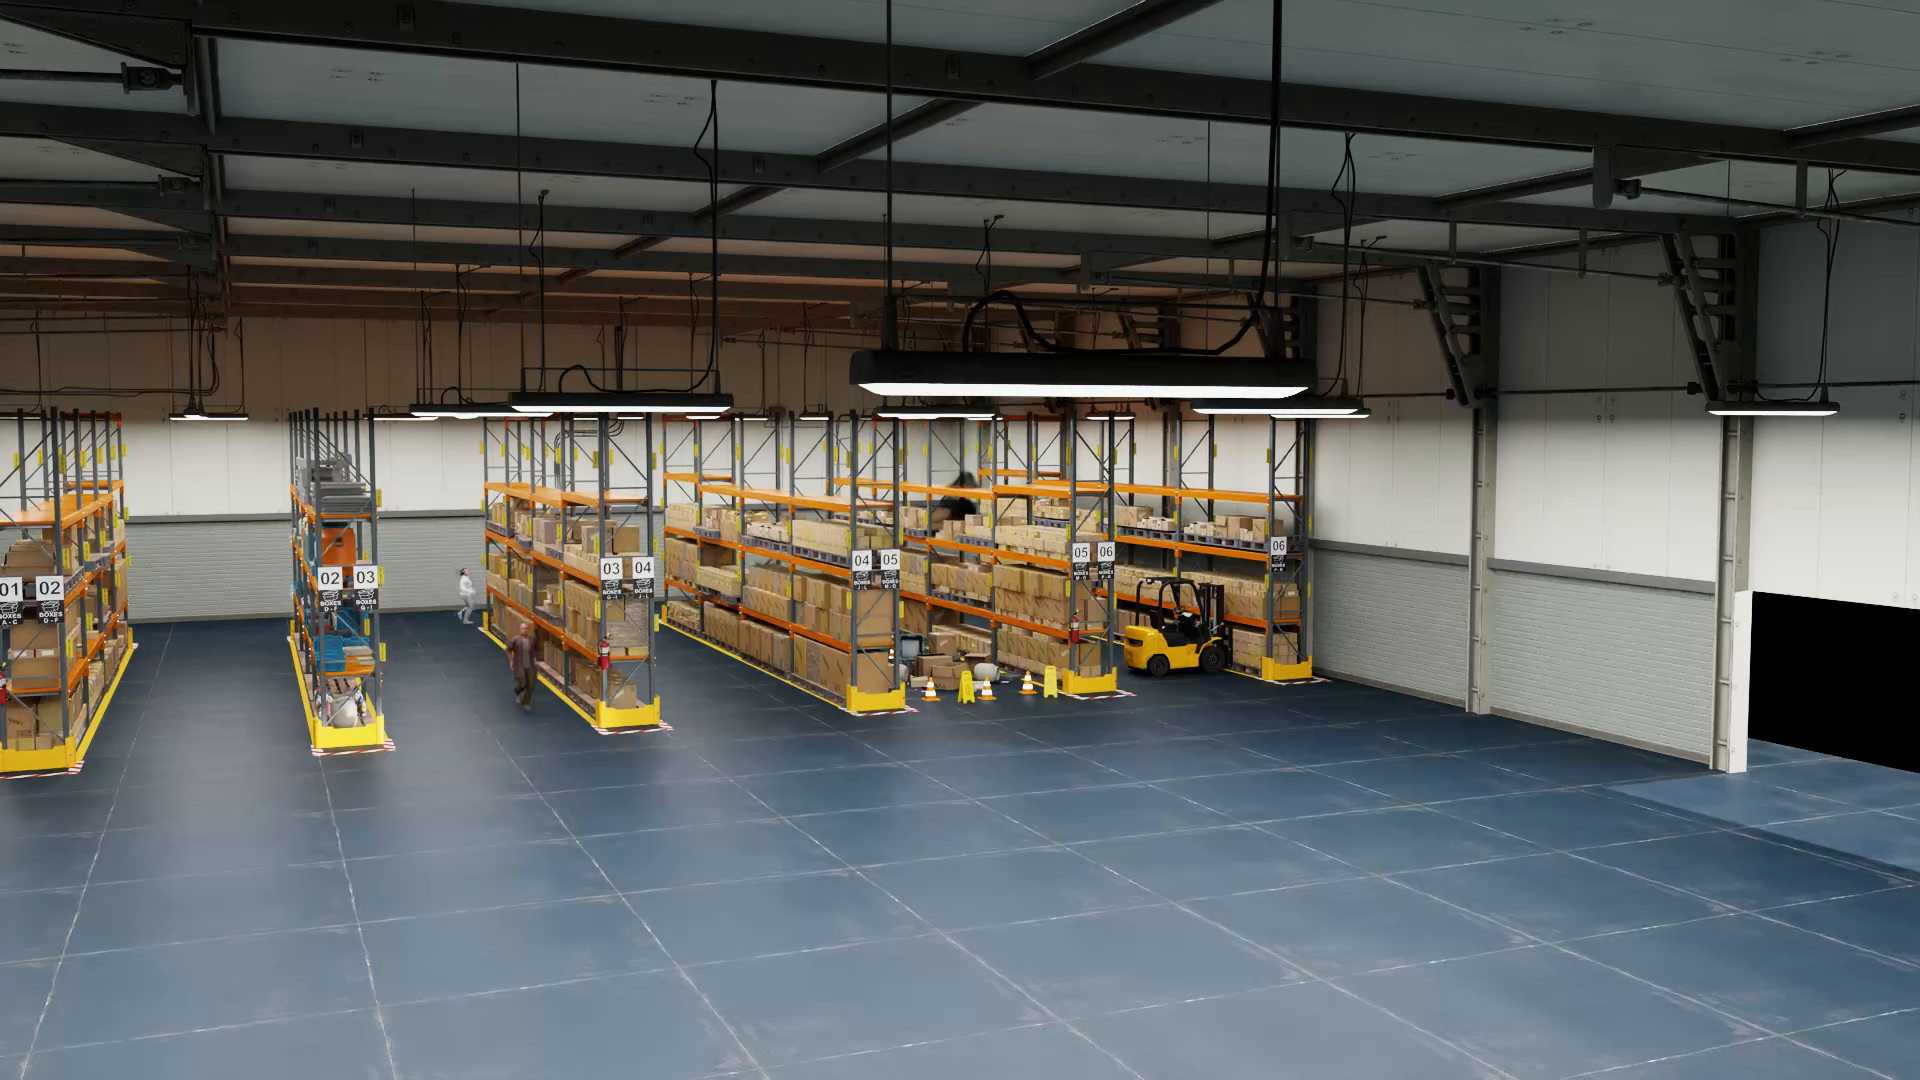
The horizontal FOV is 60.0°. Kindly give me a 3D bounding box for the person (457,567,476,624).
[{"bbox_3d":[-14.084,1.572,47.479,0.548,1.649,0.611,-1,4,-8],"label":"person"}]

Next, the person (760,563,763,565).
[{"bbox_3d":[-5.542,1.569,46.807,0.671,1.826,0.759,-2,4,-27],"label":"person"}]

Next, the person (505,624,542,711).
[{"bbox_3d":[-8.708,2.535,33.250,0.714,1.733,0.634,-2,5,-28],"label":"person"}]

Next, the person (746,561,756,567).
[{"bbox_3d":[-6.051,1.425,50.355,0.820,1.564,0.599,-1,4,-16],"label":"person"}]
